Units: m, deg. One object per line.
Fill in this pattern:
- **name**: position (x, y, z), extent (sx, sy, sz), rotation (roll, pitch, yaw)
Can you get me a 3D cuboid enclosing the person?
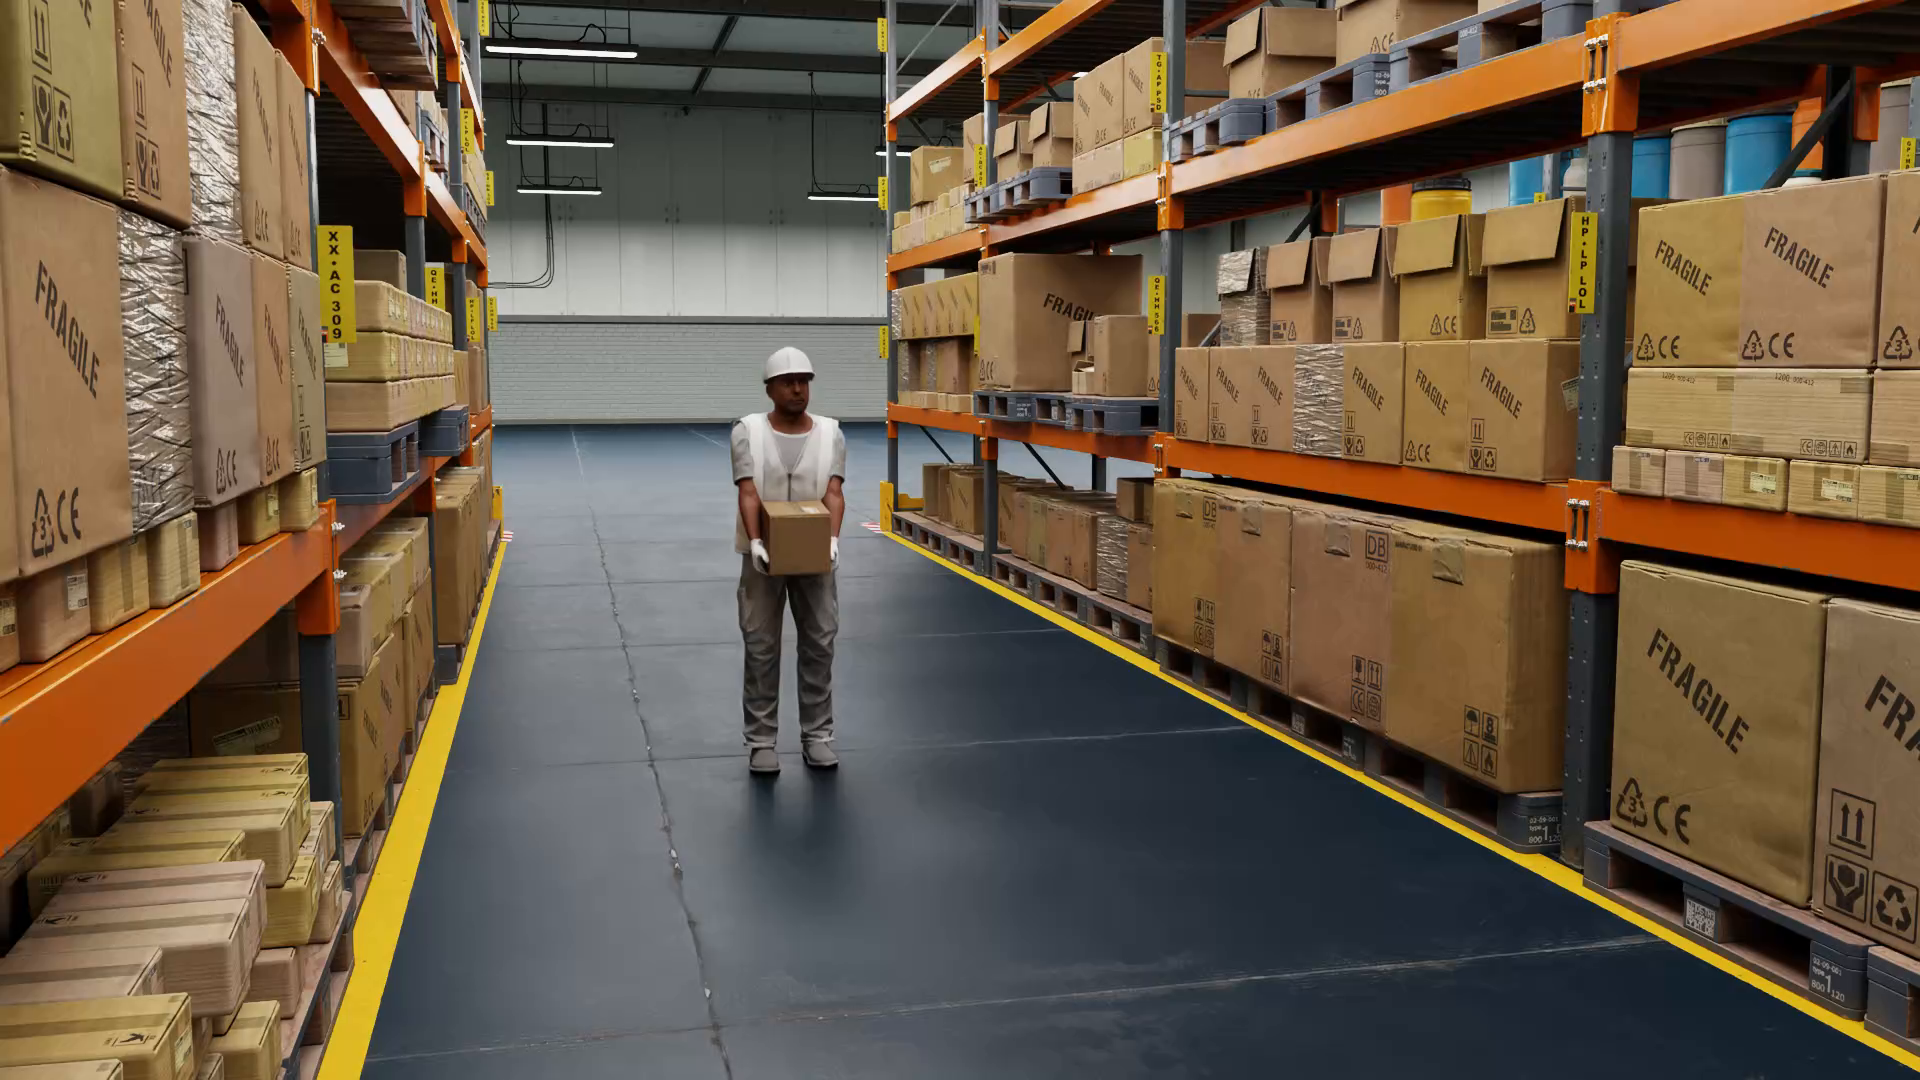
- **person**: position (-0.704, 0.085, 7.006), extent (0.491, 1.781, 0.582), rotation (-2, 6, -15)
